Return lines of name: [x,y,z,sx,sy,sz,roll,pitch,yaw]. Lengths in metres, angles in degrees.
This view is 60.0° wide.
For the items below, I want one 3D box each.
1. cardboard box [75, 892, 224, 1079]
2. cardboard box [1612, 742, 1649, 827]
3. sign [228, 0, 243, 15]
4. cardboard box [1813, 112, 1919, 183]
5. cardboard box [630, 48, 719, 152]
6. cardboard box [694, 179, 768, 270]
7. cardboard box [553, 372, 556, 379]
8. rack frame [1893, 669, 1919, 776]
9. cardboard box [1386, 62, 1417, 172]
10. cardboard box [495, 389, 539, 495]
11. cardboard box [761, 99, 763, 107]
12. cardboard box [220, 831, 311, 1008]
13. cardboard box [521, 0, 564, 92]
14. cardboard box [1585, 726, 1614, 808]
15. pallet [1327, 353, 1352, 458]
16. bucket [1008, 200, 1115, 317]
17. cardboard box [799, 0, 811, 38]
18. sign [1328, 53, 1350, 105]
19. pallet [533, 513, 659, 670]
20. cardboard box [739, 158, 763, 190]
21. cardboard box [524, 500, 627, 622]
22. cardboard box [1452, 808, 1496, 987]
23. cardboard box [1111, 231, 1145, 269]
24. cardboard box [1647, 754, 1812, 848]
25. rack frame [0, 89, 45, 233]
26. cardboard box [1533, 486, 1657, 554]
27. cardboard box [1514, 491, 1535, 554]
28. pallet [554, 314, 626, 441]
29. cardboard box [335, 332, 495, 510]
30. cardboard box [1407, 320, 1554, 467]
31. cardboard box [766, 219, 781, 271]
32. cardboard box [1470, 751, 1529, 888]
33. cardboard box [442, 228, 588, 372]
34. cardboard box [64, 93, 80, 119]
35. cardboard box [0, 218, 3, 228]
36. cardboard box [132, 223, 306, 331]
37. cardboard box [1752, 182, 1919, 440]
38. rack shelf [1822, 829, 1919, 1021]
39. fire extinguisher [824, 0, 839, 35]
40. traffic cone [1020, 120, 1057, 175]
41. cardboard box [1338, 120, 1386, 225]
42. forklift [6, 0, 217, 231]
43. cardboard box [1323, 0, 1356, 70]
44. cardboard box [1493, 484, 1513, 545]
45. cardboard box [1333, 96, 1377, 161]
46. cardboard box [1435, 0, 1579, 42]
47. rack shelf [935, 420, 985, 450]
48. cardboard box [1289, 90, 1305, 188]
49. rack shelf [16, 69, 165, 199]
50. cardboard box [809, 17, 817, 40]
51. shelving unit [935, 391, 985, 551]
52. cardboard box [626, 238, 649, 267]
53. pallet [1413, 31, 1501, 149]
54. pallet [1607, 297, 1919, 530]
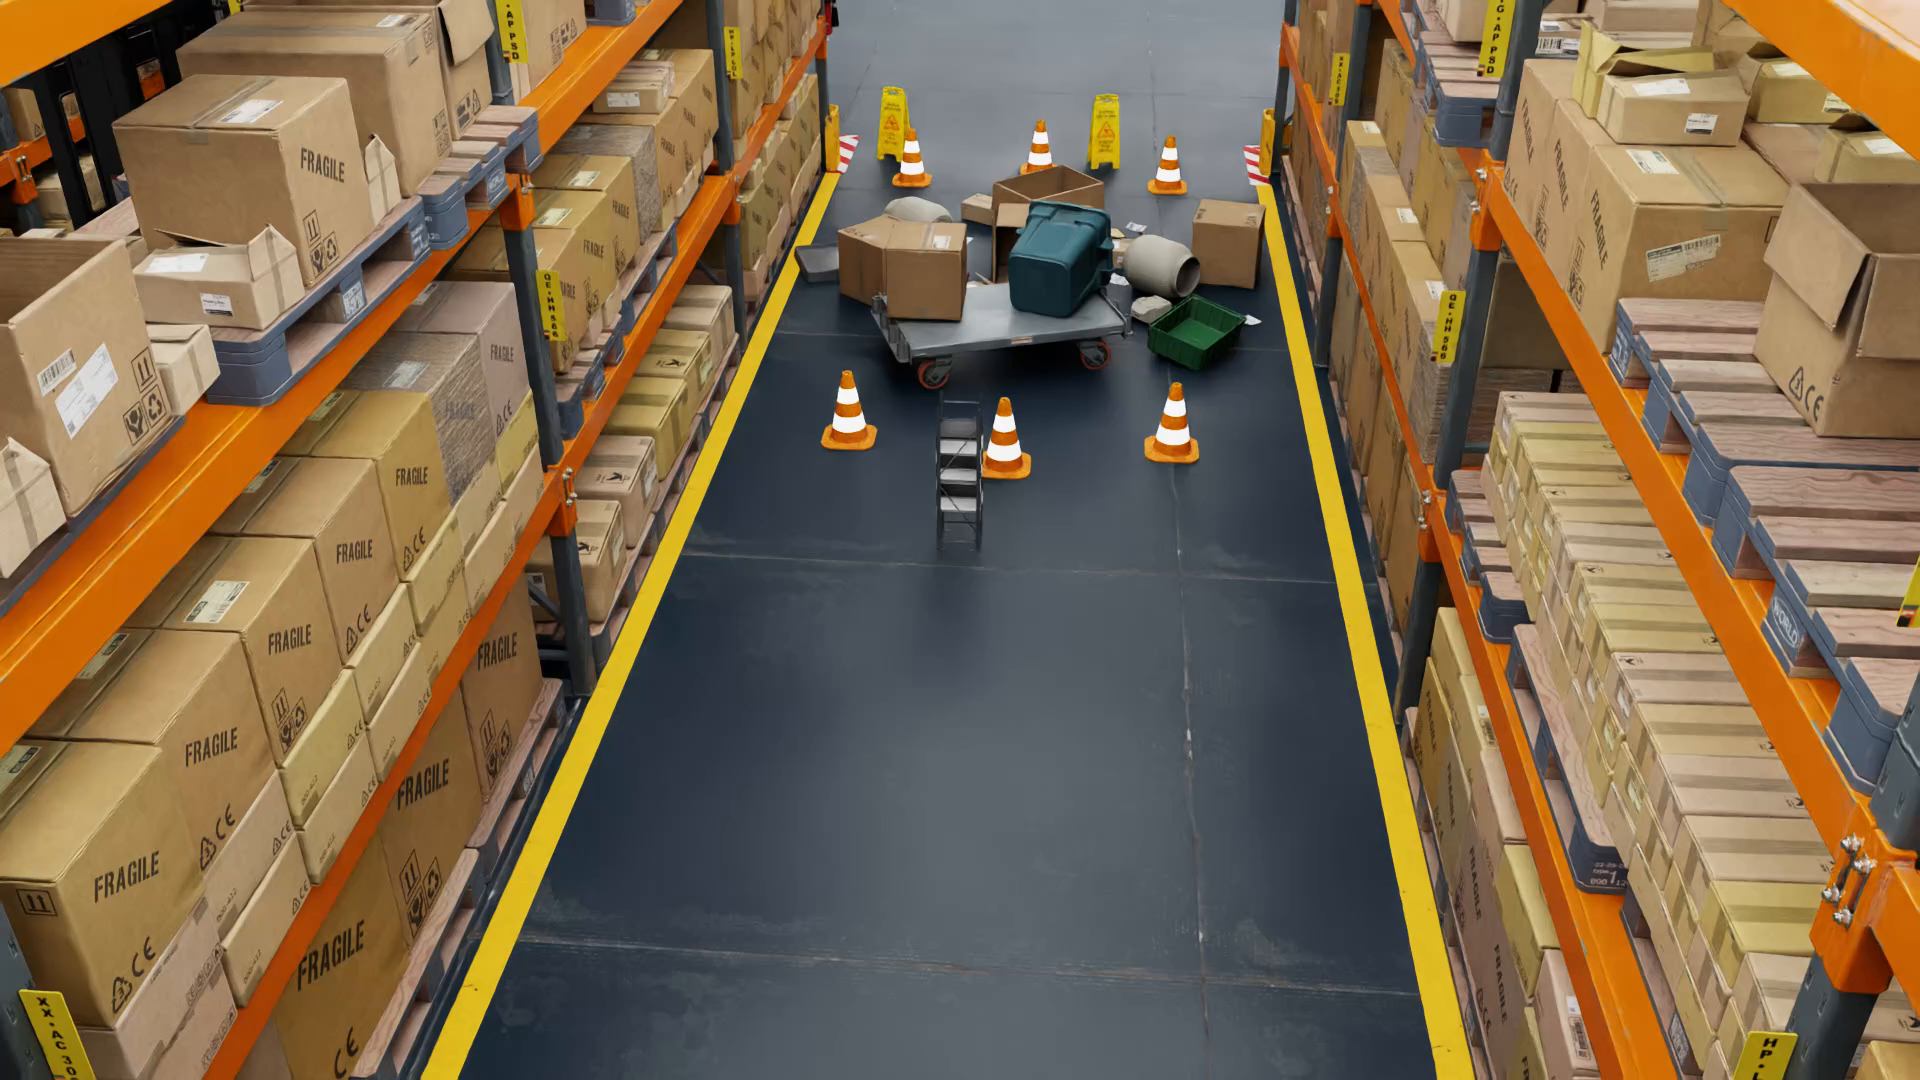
cardboard box: [-2.334,1.180,4.422,0.500,0.250,0.500,2,32,3]
cardboard box: [2.210,0.744,5.019,0.380,0.149,0.250,1,32,1]
sign: [-2.866,-2.066,6.671,0.100,0.325,0.005,2,32,4]
cardboard box: [2.758,-1.135,4.829,0.396,0.266,0.258,2,32,4]
cardboard box: [-1.808,-2.732,10.326,0.500,0.500,0.500,2,32,3]
cardboard box: [-1.682,-2.260,11.845,0.500,0.500,0.500,4,32,6]
cardboard box: [-2.113,-0.778,7.773,0.380,0.149,0.250,1,32,1]
rack frame: [2.291,-0.848,2.329,1.000,3.000,0.127,2,32,4]
cardboard box: [2.868,-2.417,9.544,0.700,0.500,0.500,2,32,3]
cardboard box: [-2.111,-0.429,7.034,0.500,0.250,0.500,2,32,4]
cardboard box: [-1.649,-3.223,12.140,0.380,0.149,0.250,2,32,4]
cardboard box: [-2.311,1.122,4.994,0.500,0.250,0.500,2,32,3]
cardboard box: [-2.238,-2.359,7.545,0.700,0.500,0.500,2,32,4]
cardboard box: [2.229,0.737,5.315,0.380,0.149,0.250,4,32,6]
pallet: [2.955,-0.883,10.763,1.003,0.211,1.213,2,32,4]
bucket: [0.656,-1.900,11.426,0.726,0.611,0.620,14,44,21]
cardboard box: [-1.489,-4.339,13.334,0.500,0.500,0.500,3,32,4]
sign: [2.389,-2.902,10.480,0.100,0.325,0.005,2,32,4]
pallet: [-2.260,0.234,8.949,1.003,0.211,1.213,2,32,4]
cardboard box: [-1.612,-2.599,11.776,0.380,0.149,0.250,3,32,5]
cardboard box: [-2.269,0.101,8.612,0.950,0.372,0.625,0,32,1]
cardboard box: [2.230,1.390,6.397,0.500,0.500,0.500,2,32,3]
cardboard box: [1.247,-2.291,12.994,0.396,0.266,0.258,8,32,12]
cardboard box: [2.194,0.750,4.727,0.380,0.149,0.250,2,32,4]
rack frame: [-6.947,-2.846,11.289,1.000,3.000,0.127,2,32,4]
cardboard box: [2.320,-0.070,6.057,0.380,0.149,0.250,1,32,2]
cardboard box: [2.339,-0.058,6.321,0.380,0.149,0.250,2,32,2]
pallet: [-2.373,-0.840,8.217,1.213,0.211,1.003,2,32,4]
cardboard box: [-2.140,-0.462,6.373,0.500,0.500,0.500,3,32,5]
cardboard box: [2.386,-0.675,7.671,0.500,0.500,0.500,2,32,4]
cardboard box: [-1.650,-2.221,12.495,0.500,0.250,0.500,4,32,7]
cardboard box: [2.225,1.054,6.228,0.500,0.250,0.500,3,32,4]
cardboard box: [-2.058,-1.118,7.706,0.500,0.500,0.500,2,32,3]
cardboard box: [-6.625,-3.382,12.064,0.500,0.500,0.500,3,32,5]
cardboard box: [-7.112,-2.330,12.196,0.500,0.250,0.500,2,32,3]
cardboard box: [-2.153,-0.792,4.824,0.396,0.266,0.258,5,32,8]
cardboard box: [2.548,-0.596,4.280,0.797,0.503,0.637,2,32,3]
rack shelf: [2.128,1.781,1.608,1.077,0.370,4.000,2,32,4]
fire extinguisher: [-1.205,-4.735,14.428,0.296,0.674,0.183,2,32,4]
traffic cone: [0.711,-3.498,14.765,0.336,0.463,0.334,2,32,4]
cardboard box: [2.631,-2.256,10.237,0.500,0.500,0.500,3,32,5]
forklift: [-5.099,-2.018,10.012,3.031,2.935,1.130,9,33,14]
cardboard box: [2.936,-3.485,11.154,0.875,0.550,0.550,2,32,4]
cardboard box: [2.357,-0.092,6.659,0.380,0.149,0.250,4,32,6]
cardboard box: [2.960,-2.734,10.965,0.875,0.550,0.550,2,32,4]
cardboard box: [2.403,-2.405,7.305,0.500,0.311,0.500,2,32,4]
rack shelf: [-0.001,-0.580,9.163,0.258,0.077,0.200,2,32,4]
cardboard box: [3.279,-3.486,13.952,0.875,0.875,0.875,3,32,4]
rack shelf: [-6.784,-3.585,13.175,1.077,0.370,4.000,2,32,4]
cardboard box: [-1.401,-4.279,13.853,0.380,0.149,0.250,2,32,3]
shelving unit: [-0.001,-0.379,9.287,0.258,0.900,0.210,2,32,4]
cardboard box: [-1.934,-1.621,9.141,0.380,0.149,0.250,3,32,6]
pallet: [2.616,-1.921,7.109,1.213,0.211,1.003,4,32,6]
pallet: [2.529,-0.352,4.562,1.213,0.211,1.003,2,32,4]
